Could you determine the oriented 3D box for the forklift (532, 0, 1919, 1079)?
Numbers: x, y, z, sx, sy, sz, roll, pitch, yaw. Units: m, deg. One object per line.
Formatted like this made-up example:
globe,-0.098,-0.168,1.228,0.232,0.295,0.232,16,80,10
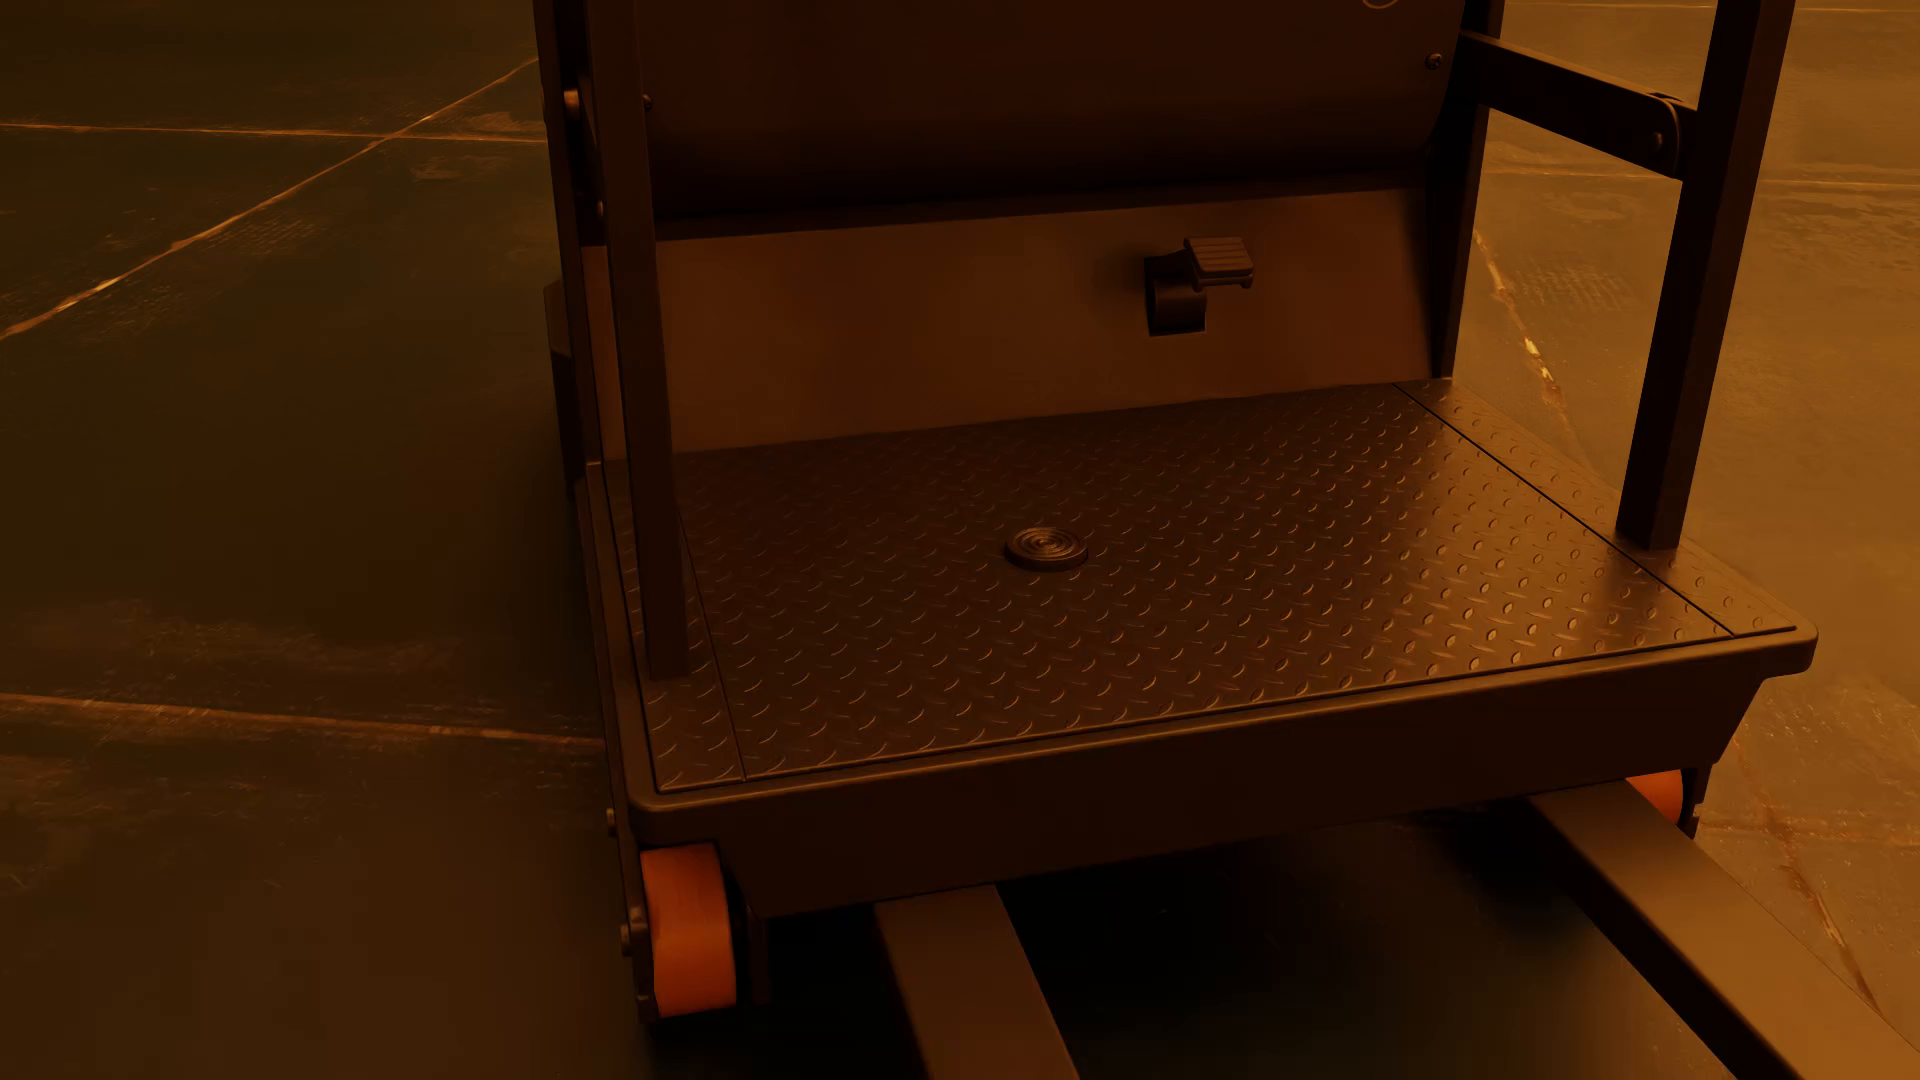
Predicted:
forklift,0.153,-1.049,1.319,1.130,2.935,3.031,-7,27,-13
